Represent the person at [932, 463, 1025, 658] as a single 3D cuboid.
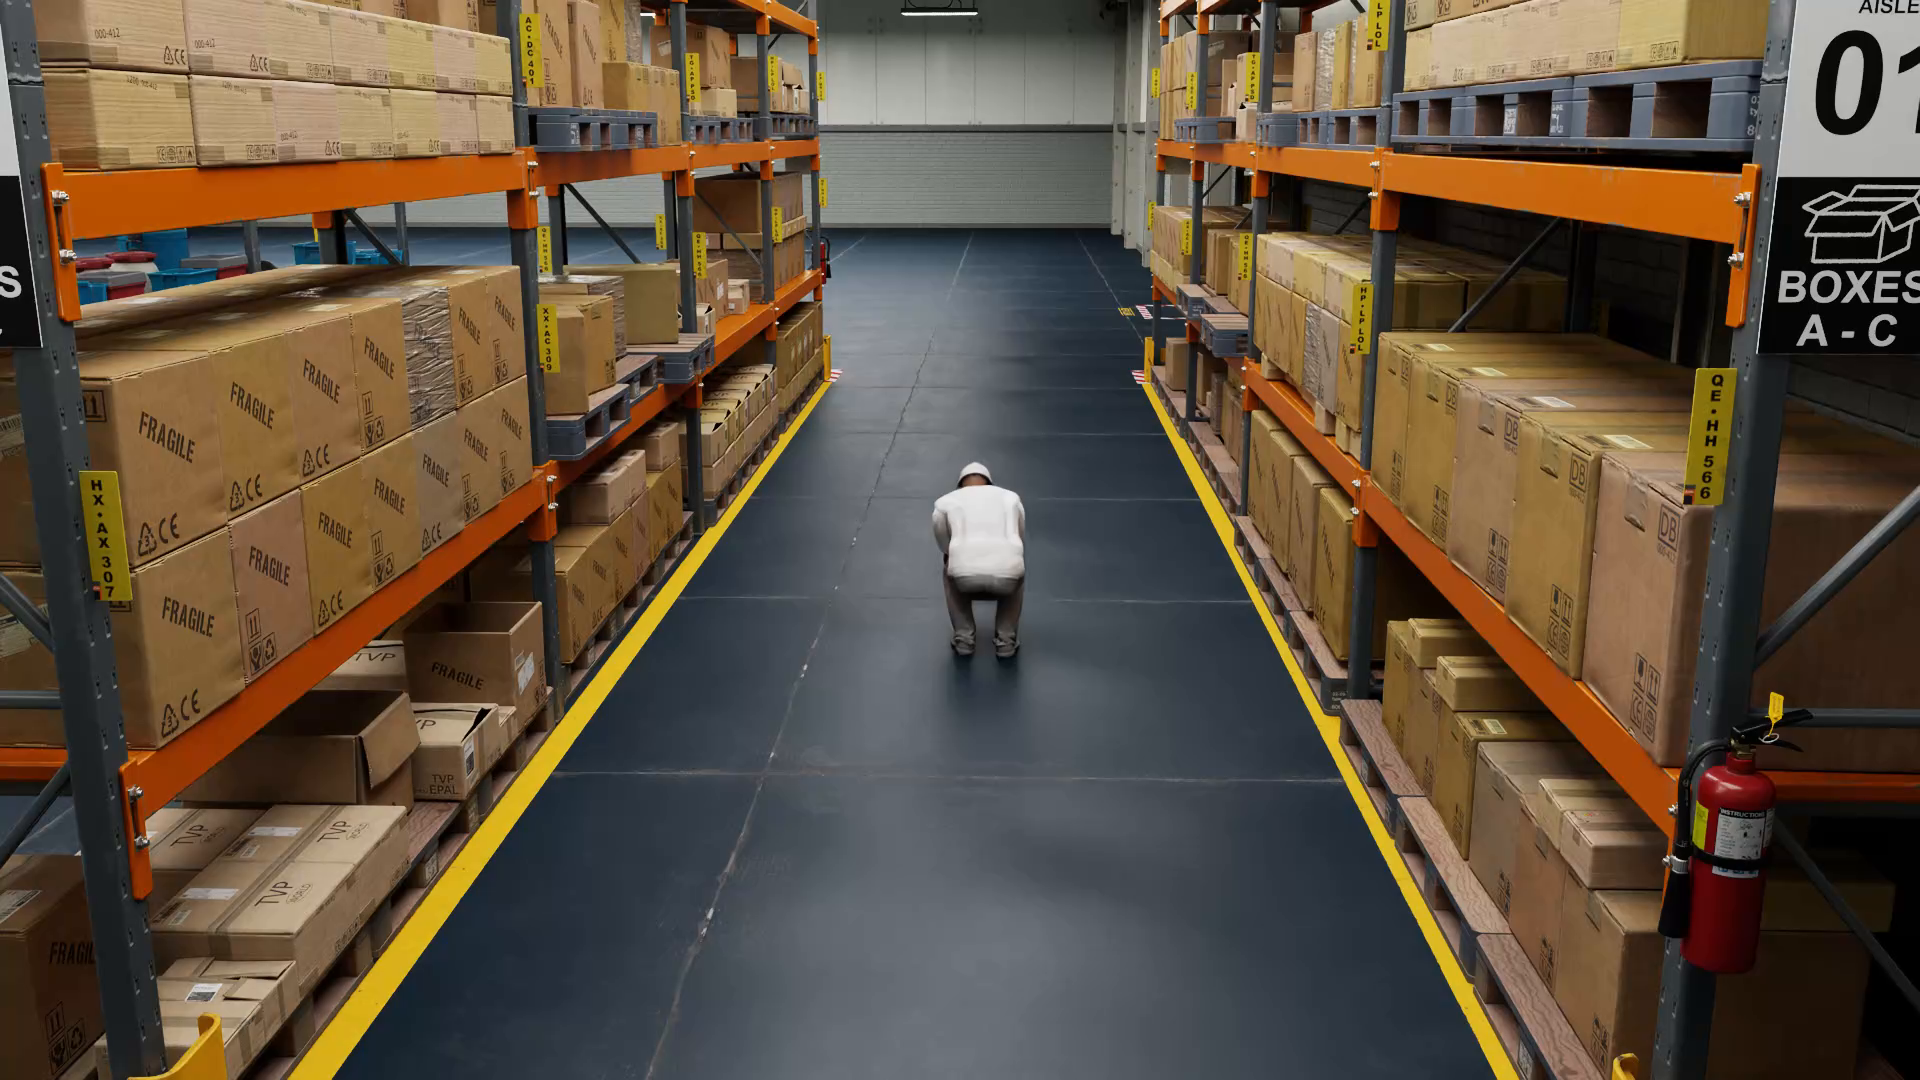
[{"bbox_3d":[0.108,0.117,9.571,0.537,1.010,0.909,0,14,0],"label":"person"}]
